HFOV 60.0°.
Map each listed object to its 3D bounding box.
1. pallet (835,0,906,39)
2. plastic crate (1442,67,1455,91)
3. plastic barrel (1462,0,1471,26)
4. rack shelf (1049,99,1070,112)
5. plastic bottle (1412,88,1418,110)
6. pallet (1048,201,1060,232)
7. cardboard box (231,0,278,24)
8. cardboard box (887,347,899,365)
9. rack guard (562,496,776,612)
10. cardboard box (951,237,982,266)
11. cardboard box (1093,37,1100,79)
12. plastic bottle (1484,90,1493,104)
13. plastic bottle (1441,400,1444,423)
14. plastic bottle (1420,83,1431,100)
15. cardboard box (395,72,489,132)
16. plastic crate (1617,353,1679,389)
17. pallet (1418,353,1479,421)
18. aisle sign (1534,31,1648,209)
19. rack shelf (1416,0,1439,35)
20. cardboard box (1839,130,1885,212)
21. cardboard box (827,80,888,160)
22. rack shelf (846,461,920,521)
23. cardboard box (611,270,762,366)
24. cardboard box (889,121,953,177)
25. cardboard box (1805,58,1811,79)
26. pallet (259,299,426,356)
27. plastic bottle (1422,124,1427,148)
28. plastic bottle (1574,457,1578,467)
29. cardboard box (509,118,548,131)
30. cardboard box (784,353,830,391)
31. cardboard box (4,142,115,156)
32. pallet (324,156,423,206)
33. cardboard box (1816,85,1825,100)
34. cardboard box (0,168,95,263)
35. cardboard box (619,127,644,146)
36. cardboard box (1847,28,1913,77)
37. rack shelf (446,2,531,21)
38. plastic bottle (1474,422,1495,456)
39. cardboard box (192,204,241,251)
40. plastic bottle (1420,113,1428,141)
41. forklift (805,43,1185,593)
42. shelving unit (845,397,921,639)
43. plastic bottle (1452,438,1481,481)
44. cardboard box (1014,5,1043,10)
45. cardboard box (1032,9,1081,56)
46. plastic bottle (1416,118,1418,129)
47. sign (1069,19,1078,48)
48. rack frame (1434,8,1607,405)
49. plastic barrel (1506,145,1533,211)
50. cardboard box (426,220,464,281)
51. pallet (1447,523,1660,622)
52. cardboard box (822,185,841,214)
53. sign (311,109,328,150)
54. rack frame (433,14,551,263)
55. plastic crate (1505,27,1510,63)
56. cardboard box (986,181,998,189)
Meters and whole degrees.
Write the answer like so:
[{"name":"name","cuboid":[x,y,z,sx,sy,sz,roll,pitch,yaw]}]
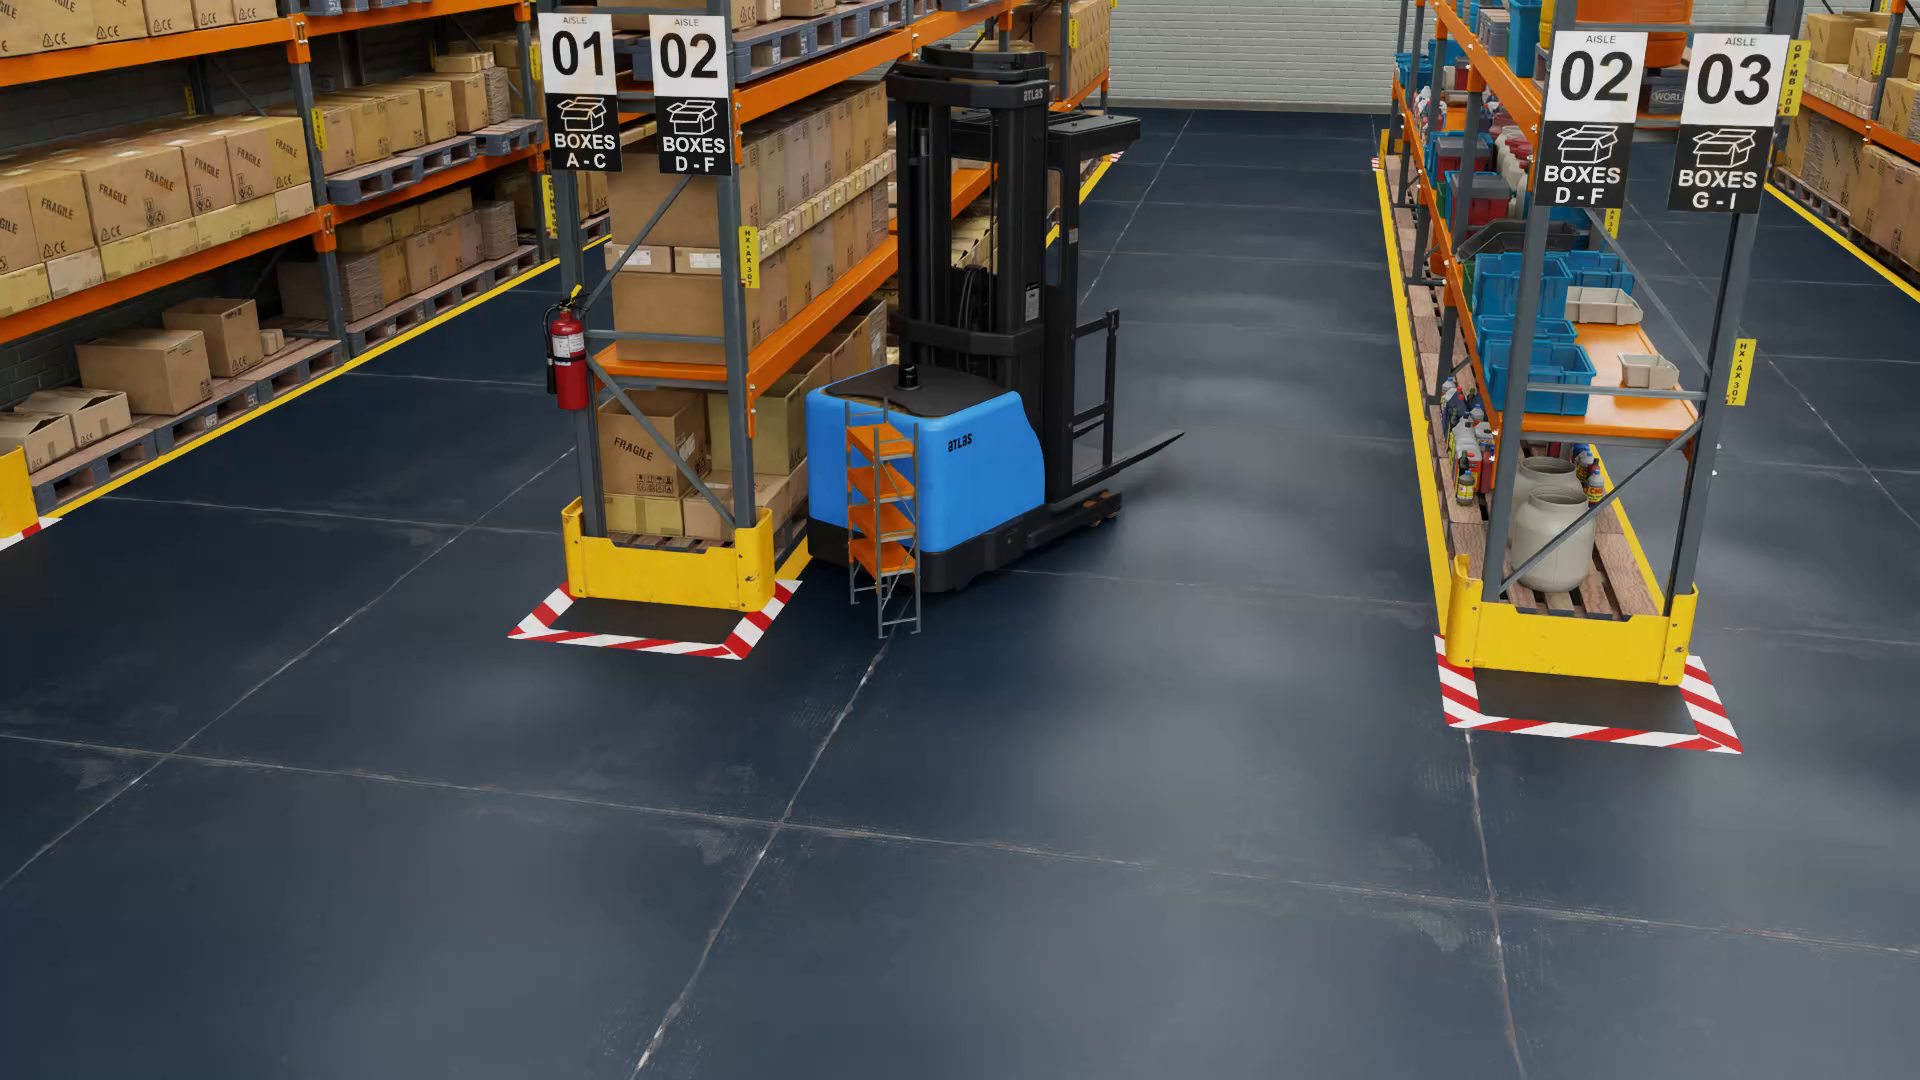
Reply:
[{"name":"pallet","cuboid":[-0.987,-3.597,11.374,1.003,0.211,1.213,4,22,11]},{"name":"plastic crate","cuboid":[6.134,-5.625,20.383,0.437,0.282,0.530,4,22,11]},{"name":"plastic barrel","cuboid":[4.035,-4.248,12.199,0.600,0.901,0.600,0,22,0]},{"name":"rack shelf","cuboid":[0.386,-4.421,18.280,1.077,0.370,4.000,4,22,11]},{"name":"plastic bottle","cuboid":[5.150,-4.952,18.790,0.061,0.283,0.133,4,22,11]},{"name":"pallet","cuboid":[0.665,-3.893,19.737,1.003,0.211,1.213,4,22,11]},{"name":"cardboard box","cuboid":[-5.550,-4.180,12.541,0.500,0.500,0.500,5,22,12]},{"name":"cardboard box","cuboid":[-0.719,-1.294,12.670,0.500,0.250,0.500,4,22,11]},{"name":"rack guard","cuboid":[-1.660,0.070,9.510,1.175,0.500,0.348,4,22,11]},{"name":"cardboard box","cuboid":[-0.093,-2.618,15.206,0.500,0.311,0.500,4,22,11]},{"name":"cardboard box","cuboid":[1.576,-6.439,22.193,0.500,0.500,0.500,5,22,11]},{"name":"plastic bottle","cuboid":[5.775,-4.724,18.133,0.144,0.351,0.185,4,22,11]},{"name":"plastic bottle","cuboid":[3.474,-0.930,11.805,0.097,0.201,0.097,0,22,0]},{"name":"plastic bottle","cuboid":[5.245,-4.966,18.735,0.144,0.351,0.185,4,22,11]},{"name":"cardboard box","cuboid":[-5.046,-4.271,16.221,0.700,0.500,0.500,2,22,6]},{"name":"plastic crate","cuboid":[3.691,-0.899,8.925,0.298,0.136,0.250,4,22,11]},{"name":"pallet","cuboid":[4.132,-1.179,12.997,1.003,0.211,1.213,4,22,11]},{"name":"aisle sign","cuboid":[2.888,-1.921,7.629,0.394,0.787,0.004,4,22,11]},{"name":"rack shelf","cuboid":[5.234,-5.434,16.778,1.077,0.370,4.000,4,22,11]},{"name":"cardboard box","cuboid":[10.704,-4.175,18.986,0.875,0.875,0.875,4,22,11]},{"name":"cardboard box","cuboid":[-0.923,-3.046,12.032,0.700,0.500,0.500,5,22,11]},{"name":"rack shelf","cuboid":[-0.420,-0.268,8.995,0.258,0.148,0.480,-8,23,-20]},{"name":"cardboard box","cuboid":[-1.547,-1.314,9.467,0.700,0.500,0.500,4,22,11]},{"name":"cardboard box","cuboid":[-0.349,-3.455,14.784,0.500,0.500,0.500,3,22,8]},{"name":"cardboard box","cuboid":[10.845,-5.916,20.830,0.500,0.250,0.500,4,22,10]},{"name":"pallet","cuboid":[-5.531,-1.928,14.859,1.003,0.211,1.213,4,22,11]},{"name":"plastic bottle","cuboid":[4.659,-4.033,16.525,0.097,0.271,0.097,0,22,0]},{"name":"plastic bottle","cuboid":[3.979,-0.463,10.644,0.097,0.201,0.097,0,22,0]},{"name":"cardboard box","cuboid":[-4.579,-4.395,17.562,0.380,0.149,0.250,4,22,10]},{"name":"cardboard box","cuboid":[-1.138,-0.911,10.715,0.500,0.500,0.500,4,22,11]},{"name":"cardboard box","cuboid":[-6.300,-2.507,11.734,0.500,0.500,0.500,5,22,12]},{"name":"pallet","cuboid":[-5.390,-3.117,14.333,1.003,0.211,1.213,4,22,11]},{"name":"cardboard box","cuboid":[10.599,-5.409,20.105,0.380,0.149,0.250,4,22,10]},{"name":"cardboard box","cuboid":[-6.003,-2.093,10.707,0.500,0.500,0.500,5,22,11]},{"name":"cardboard box","cuboid":[-4.240,-4.488,19.796,0.750,0.750,0.750,5,23,13]},{"name":"cardboard box","cuboid":[10.429,-5.518,18.838,0.500,0.500,0.500,5,22,11]},{"name":"rack shelf","cuboid":[-4.464,-6.189,18.654,1.077,0.370,4.000,4,22,11]},{"name":"plastic bottle","cuboid":[3.464,-0.632,10.965,0.152,0.276,0.135,4,22,11]},{"name":"cardboard box","cuboid":[-5.686,-2.314,12.257,0.500,0.250,0.500,4,22,11]},{"name":"plastic bottle","cuboid":[4.724,-4.189,16.896,0.061,0.283,0.133,4,22,11]},{"name":"forklift","cuboid":[0.385,-1.545,10.266,1.130,2.935,3.031,16,27,35]},{"name":"shelving unit","cuboid":[-0.420,-0.123,9.053,0.258,1.200,0.503,-8,23,-20]},{"name":"plastic bottle","cuboid":[3.246,-0.506,10.651,0.152,0.276,0.135,4,22,9]},{"name":"cardboard box","cuboid":[0.746,-6.389,20.730,0.500,0.500,0.500,4,22,10]},{"name":"cardboard box","cuboid":[1.166,-6.148,20.131,0.500,0.500,0.500,5,22,12]},{"name":"plastic bottle","cuboid":[4.936,-4.496,17.769,0.097,0.201,0.097,0,22,0]},{"name":"sign","cuboid":[1.338,-5.983,19.643,0.100,0.325,0.005,4,22,11]},{"name":"rack frame","cuboid":[4.010,-2.182,11.756,1.000,3.000,0.127,4,22,11]},{"name":"plastic barrel","cuboid":[4.570,-2.846,13.224,0.433,0.535,0.433,0,22,0]},{"name":"cardboard box","cuboid":[-5.261,-2.814,16.082,0.700,0.500,0.500,4,22,11]},{"name":"pallet","cuboid":[3.334,0.246,9.459,1.003,0.211,1.213,4,22,11]},{"name":"cardboard box","cuboid":[-0.996,-2.231,10.875,0.380,0.149,0.250,5,23,13]},{"name":"sign","cuboid":[-5.156,-3.300,13.374,0.100,0.325,0.005,4,22,11]},{"name":"rack frame","cuboid":[-4.872,-4.400,17.263,1.000,3.000,0.127,4,22,11]},{"name":"plastic crate","cuboid":[3.421,-2.919,9.854,0.336,0.188,0.450,4,22,11]},{"name":"cardboard box","cuboid":[0.559,-3.588,18.004,0.500,0.500,0.500,4,22,10]}]
